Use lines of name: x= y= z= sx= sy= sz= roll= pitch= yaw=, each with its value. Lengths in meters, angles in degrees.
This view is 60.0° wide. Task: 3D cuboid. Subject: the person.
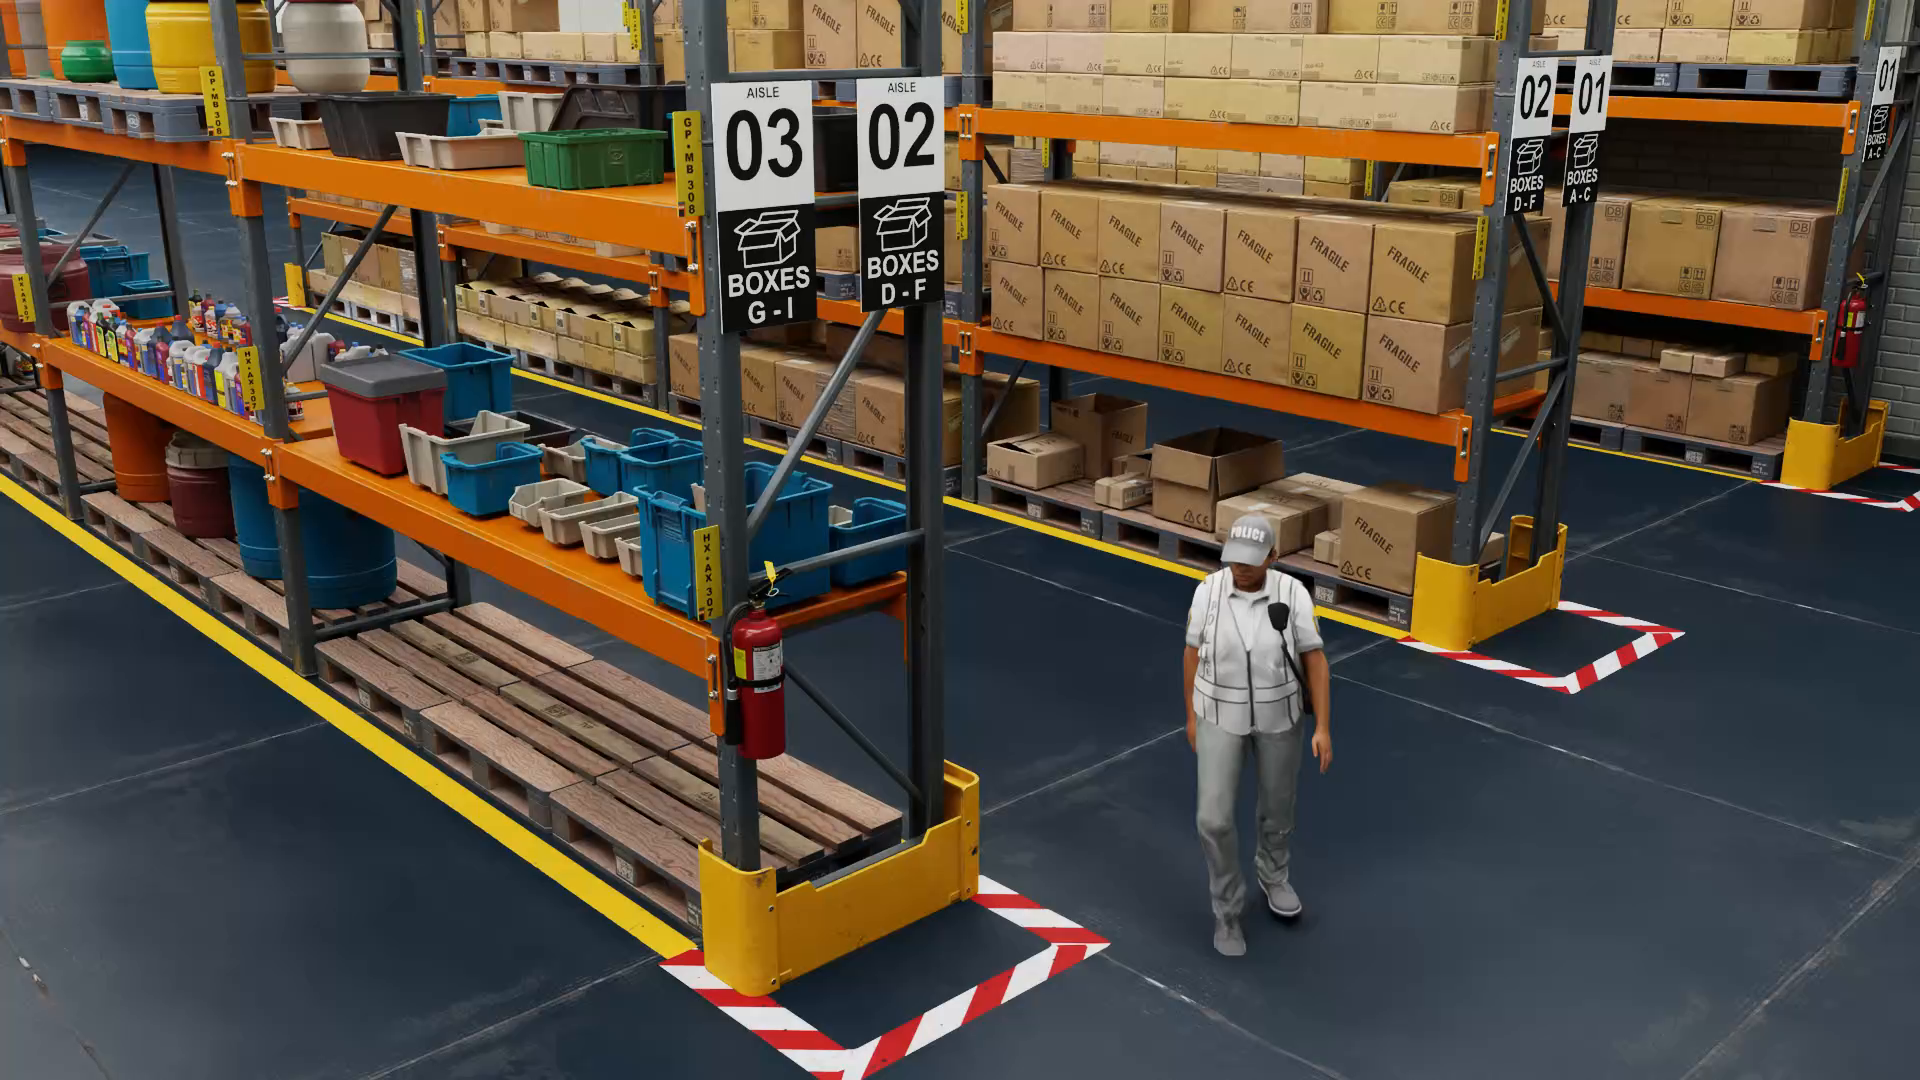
person: x=1.112 y=0.733 z=6.290 sx=0.553 sy=1.731 sz=0.562 roll=2 pitch=18 yaw=7
